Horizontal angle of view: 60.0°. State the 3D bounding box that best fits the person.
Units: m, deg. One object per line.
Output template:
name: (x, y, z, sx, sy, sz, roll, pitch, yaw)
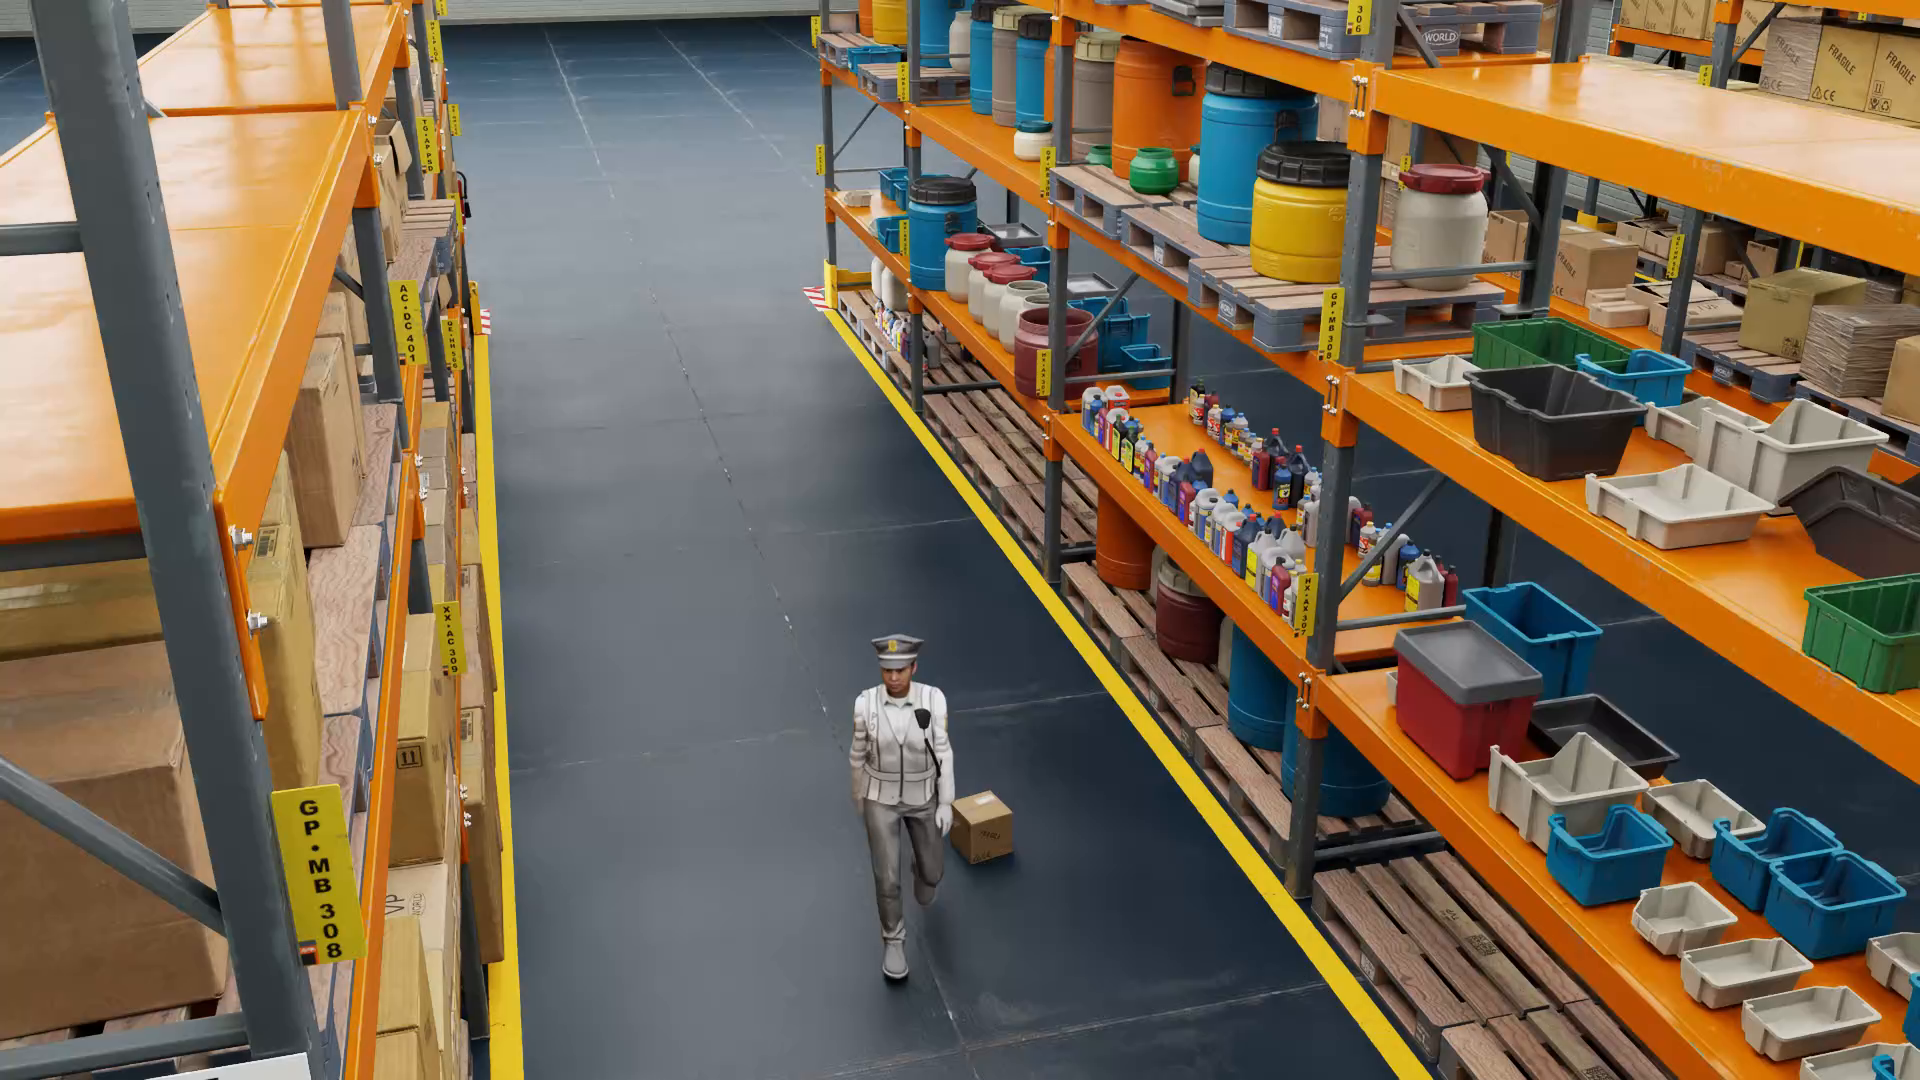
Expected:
person: (-0.272, 1.178, 7.784, 0.485, 1.672, 0.646, -2, 23, -4)
